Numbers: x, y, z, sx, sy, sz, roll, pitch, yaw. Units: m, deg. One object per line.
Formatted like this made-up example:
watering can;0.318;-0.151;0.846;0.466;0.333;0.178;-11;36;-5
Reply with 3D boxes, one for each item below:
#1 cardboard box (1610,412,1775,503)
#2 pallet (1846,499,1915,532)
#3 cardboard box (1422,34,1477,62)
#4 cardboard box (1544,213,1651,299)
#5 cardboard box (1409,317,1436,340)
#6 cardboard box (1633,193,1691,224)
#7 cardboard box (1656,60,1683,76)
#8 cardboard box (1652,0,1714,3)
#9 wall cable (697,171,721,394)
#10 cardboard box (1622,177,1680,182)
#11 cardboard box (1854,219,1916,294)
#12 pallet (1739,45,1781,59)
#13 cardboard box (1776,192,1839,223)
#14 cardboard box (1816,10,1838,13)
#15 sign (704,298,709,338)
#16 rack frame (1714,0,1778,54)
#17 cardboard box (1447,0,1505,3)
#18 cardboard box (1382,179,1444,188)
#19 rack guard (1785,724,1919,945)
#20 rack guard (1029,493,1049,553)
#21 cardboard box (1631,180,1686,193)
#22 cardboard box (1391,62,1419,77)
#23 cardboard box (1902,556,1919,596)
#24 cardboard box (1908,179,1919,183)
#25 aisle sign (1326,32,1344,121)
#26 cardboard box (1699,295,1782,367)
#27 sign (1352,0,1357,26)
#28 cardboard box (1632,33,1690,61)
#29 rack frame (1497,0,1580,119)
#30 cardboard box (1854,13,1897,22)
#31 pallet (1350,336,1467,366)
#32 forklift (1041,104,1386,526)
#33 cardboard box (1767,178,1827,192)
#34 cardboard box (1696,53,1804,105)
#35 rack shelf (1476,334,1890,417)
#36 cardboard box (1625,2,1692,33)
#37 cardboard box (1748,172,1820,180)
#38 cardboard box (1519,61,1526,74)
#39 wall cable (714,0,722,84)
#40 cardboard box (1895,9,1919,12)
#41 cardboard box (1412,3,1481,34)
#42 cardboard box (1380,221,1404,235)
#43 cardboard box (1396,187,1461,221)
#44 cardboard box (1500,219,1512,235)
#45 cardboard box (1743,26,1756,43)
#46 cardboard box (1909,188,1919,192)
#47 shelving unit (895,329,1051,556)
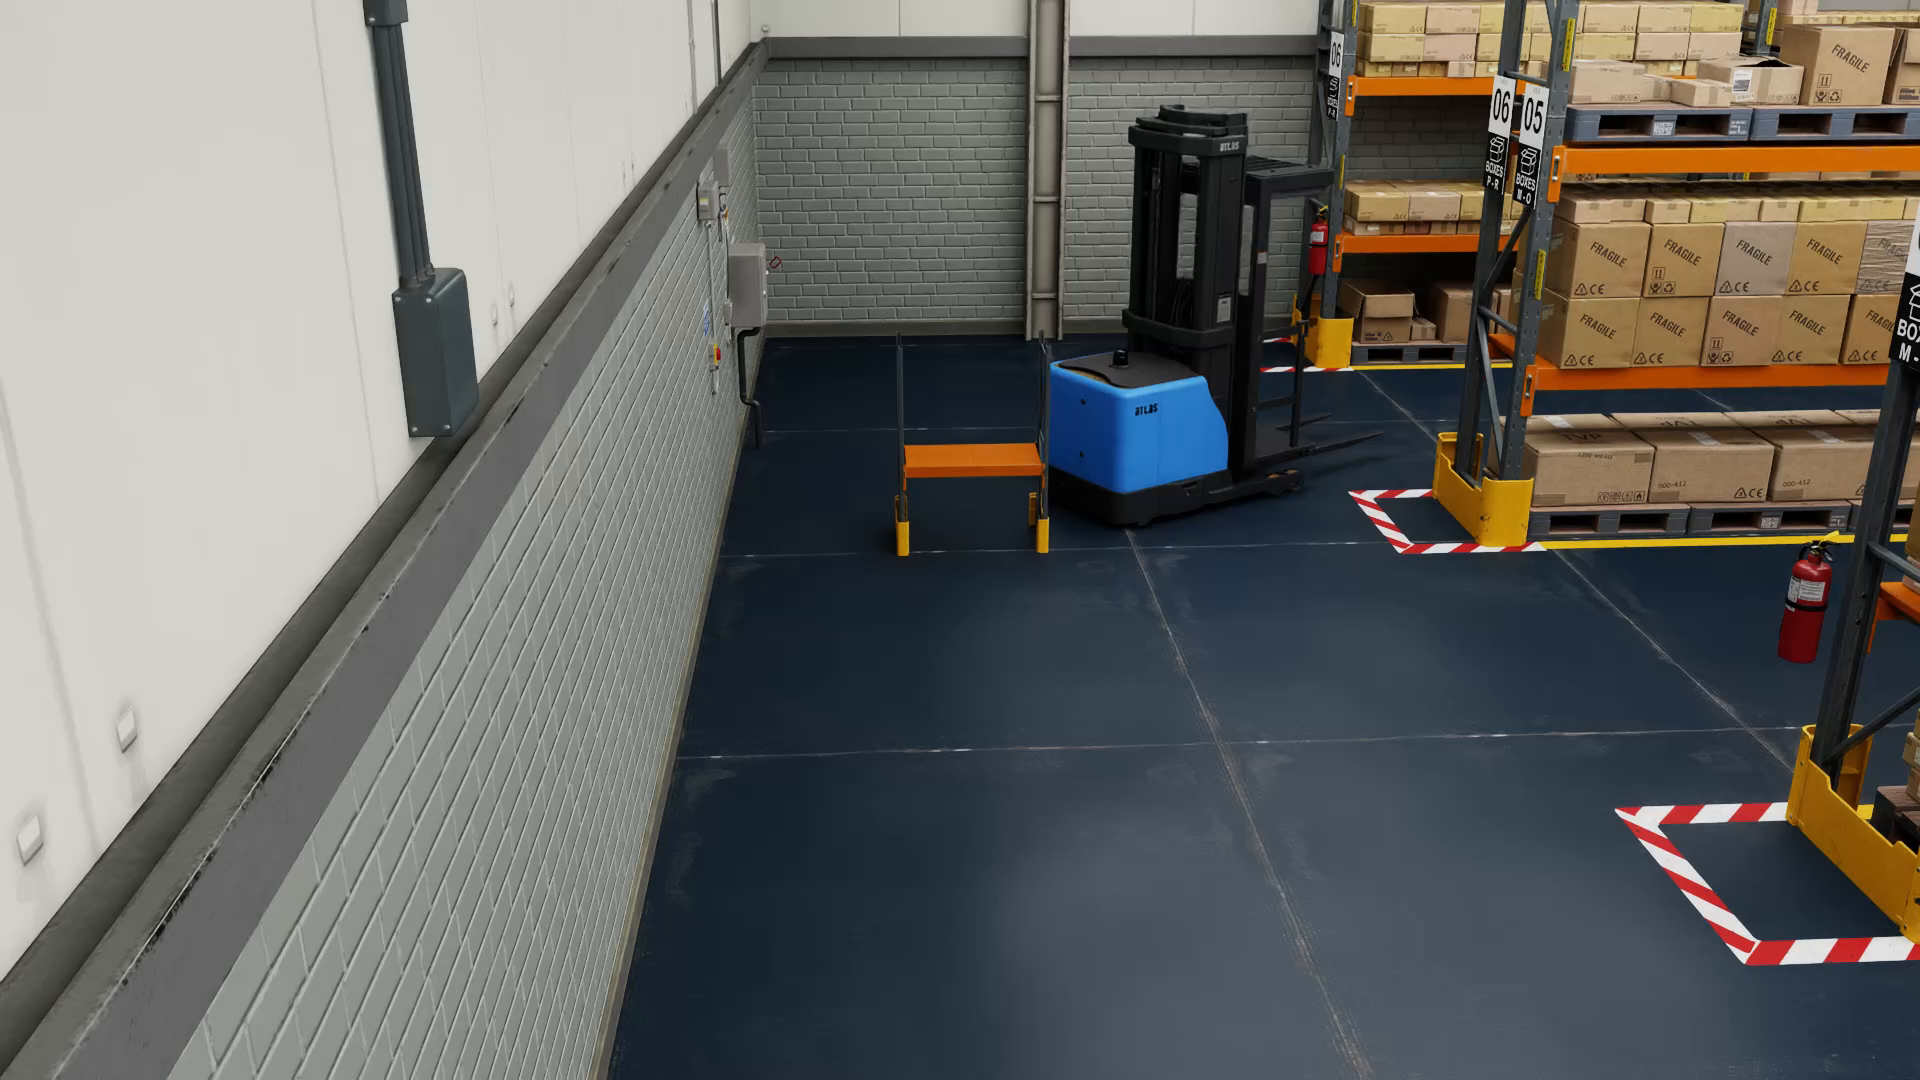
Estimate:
cardboard box;5.486;-0.630;12.570;0.875;0.438;0.875;-1;21;-2
pallet;7.150;-0.351;12.746;1.213;0.211;1.003;-1;21;-3
cardboard box;4.598;-4.724;15.890;0.500;0.250;0.500;-1;21;-2
cardboard box;4.415;-1.983;11.568;0.500;0.500;0.500;-2;21;-4
cardboard box;4.675;-2.161;16.998;0.250;0.149;0.380;-2;21;-5
cardboard box;4.814;-2.282;11.441;0.250;0.149;0.380;-1;21;-1
cardboard box;6.771;-4.571;16.048;0.250;0.149;0.380;0;21;-1
cardboard box;7.116;-5.200;16.438;0.500;0.250;0.500;-1;21;-4
wall cable;-1.708;-1.927;11.495;0.123;1.953;0.585;-1;21;-3
cardboard box;7.116;-3.560;17.048;0.500;0.250;0.500;-1;21;-4
cardboard box;6.443;-2.027;11.683;0.500;0.500;0.500;-1;21;-2
pallet;8.281;-4.707;16.318;1.003;0.211;1.213;-1;21;-3
cardboard box;5.841;-2.303;11.497;0.250;0.149;0.380;-2;21;-4
cardboard box;8.423;-5.140;16.395;0.250;0.149;0.380;-2;21;-4
sign;-1.767;-1.546;11.585;0.001;0.218;0.327;-1;21;-3
rack frame;7.626;-6.209;15.781;0.127;3.000;1.000;-1;21;-3
cardboard box;5.094;-5.161;16.335;0.500;0.250;0.500;-1;21;-3
cardboard box;4.592;-3.506;16.907;0.500;0.250;0.500;-1;21;-3
rack guard;4.379;1.363;7.840;0.348;0.500;1.175;-1;21;-3
rack guard;0.573;-0.128;12.107;0.087;0.250;0.587;-1;21;-3
cardboard box;5.025;-2.495;12.002;0.250;0.149;0.380;-1;21;-2
cardboard box;4.224;-4.547;15.985;0.250;0.149;0.380;-1;21;-2
cardboard box;4.613;0.206;7.717;0.250;0.149;0.380;-1;21;-3
cardboard box;7.075;-2.514;12.050;0.250;0.149;0.380;-1;21;-4
aisle sign;3.581;-4.433;15.895;0.004;0.787;0.394;-1;21;-3
cardboard box;5.428;-1.539;11.807;0.500;0.500;0.500;-1;21;-3
sign;3.664;-4.941;15.440;0.005;0.325;0.100;-1;21;-3
cardboard box;6.640;-4.763;15.992;0.500;0.250;0.500;-2;21;-5
rack frame;3.920;-4.364;10.937;0.127;3.000;1.000;-1;21;-3
cardboard box;8.723;-4.957;15.914;0.250;0.149;0.380;-1;21;-4
pallet;4.504;-2.038;17.179;1.213;0.211;1.003;-1;21;-3
forklift;2.119;-1.860;12.888;3.031;2.935;1.130;-14;25;-32
cardboard box;6.062;-2.520;12.068;0.250;0.149;0.380;-1;21;-3
cardboard box;5.417;-3.176;11.427;0.500;0.311;0.500;-1;21;-2
rack shelf;5.916;-1.265;12.239;4.000;0.370;1.077;-1;21;-3
cardboard box;6.630;-5.000;15.913;0.500;0.250;0.500;-1;21;-4
cardboard box;8.122;-3.578;16.573;0.500;0.500;0.700;-1;21;-2
cardboard box;5.241;-4.549;15.991;0.250;0.149;0.380;-1;21;-4
wall cable;-1.905;-5.424;13.667;0.133;3.039;2.988;-1;21;-3
cardboard box;9.456;-5.160;16.446;0.250;0.149;0.380;-1;21;-2
cardboard box;4.599;-4.952;15.785;0.500;0.250;0.500;-1;21;-3
cardboard box;4.228;-3.137;16.498;0.250;0.149;0.380;-1;21;-2
cardboard box;4.604;-3.316;16.409;0.500;0.250;0.500;-1;21;-2
cardboard box;5.266;-3.124;16.464;0.250;0.149;0.380;-2;21;-5
cardboard box;7.925;-4.963;16.348;0.250;0.149;0.380;-1;21;-3
cardboard box;6.853;-2.360;11.646;0.250;0.149;0.380;-1;21;-3
shelving unit;0.076;-0.702;11.858;1.083;1.500;0.587;-1;21;-3
